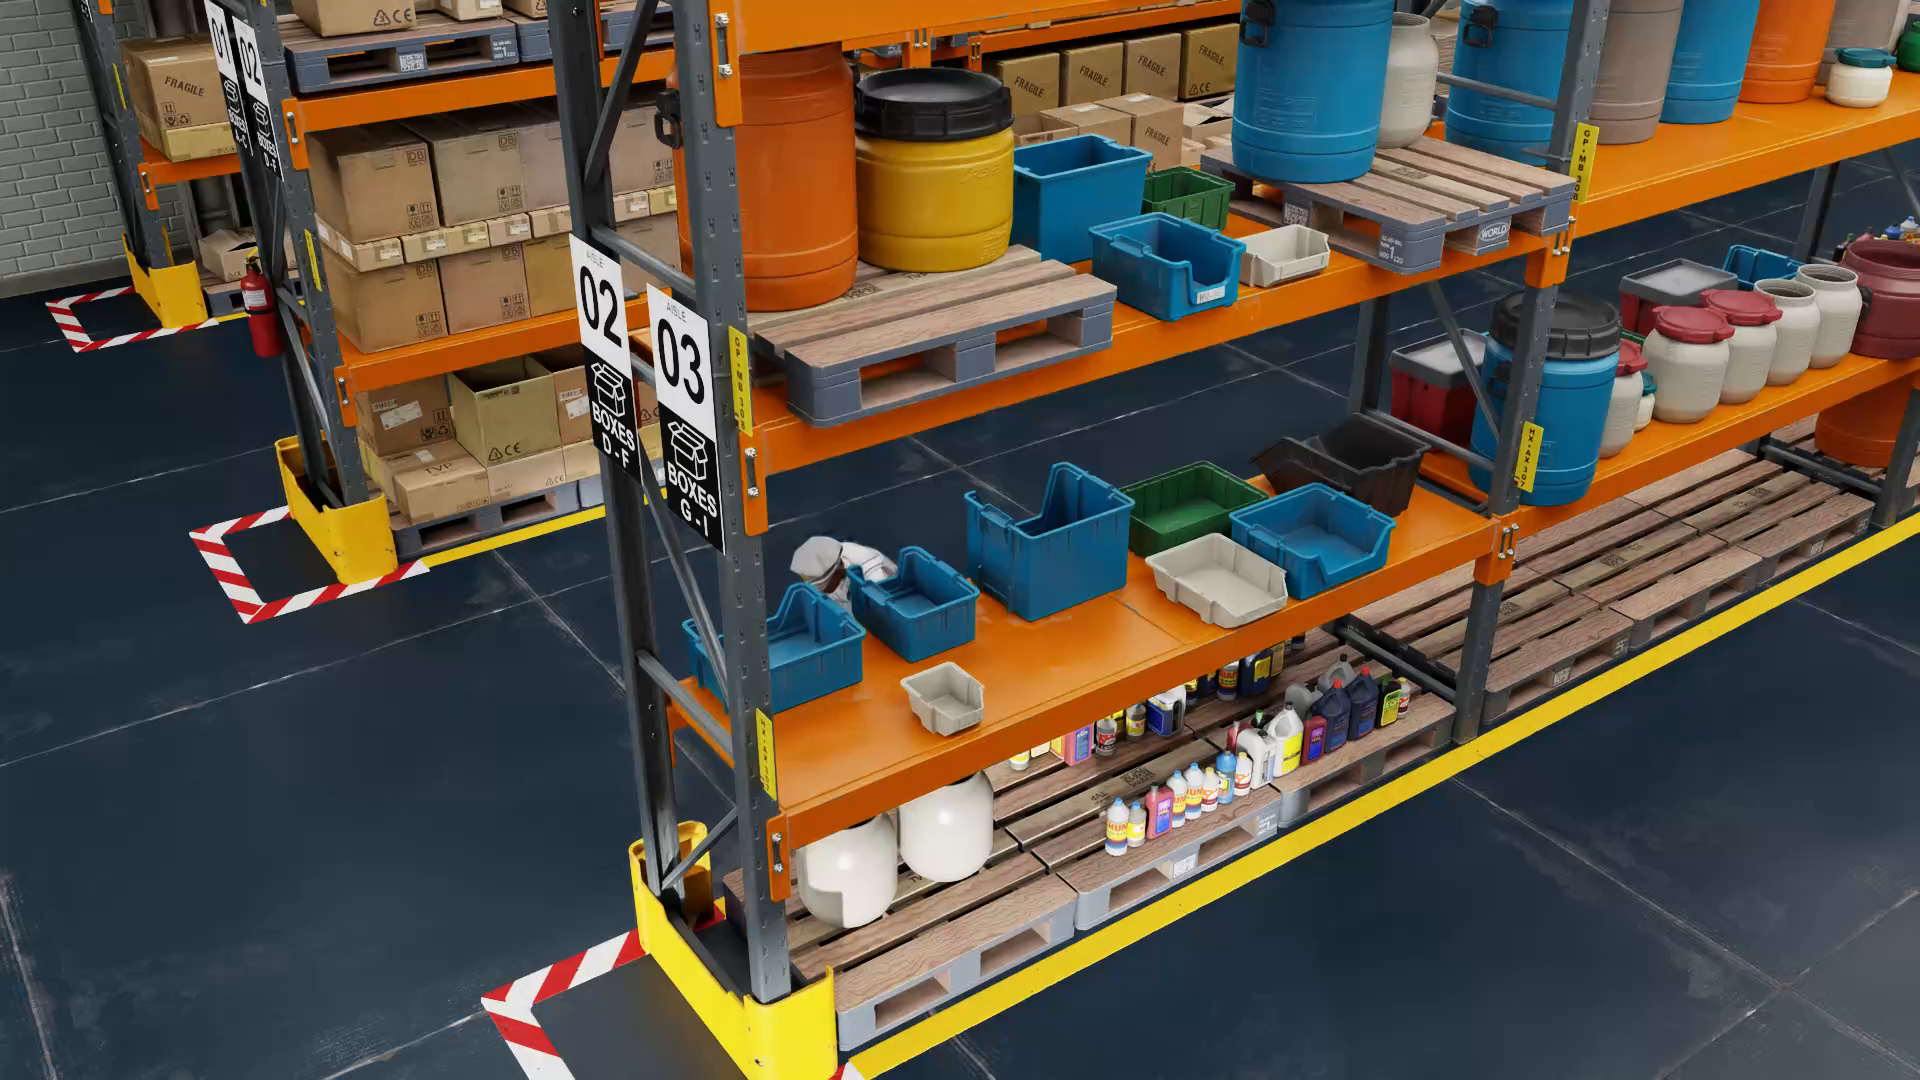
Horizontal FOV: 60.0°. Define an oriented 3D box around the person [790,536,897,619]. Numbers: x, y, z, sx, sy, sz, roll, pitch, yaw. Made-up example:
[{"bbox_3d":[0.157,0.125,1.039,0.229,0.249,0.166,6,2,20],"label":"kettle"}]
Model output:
[{"bbox_3d":[-0.518,0.448,8.279,0.500,1.218,0.792,19,34,31],"label":"person"}]
